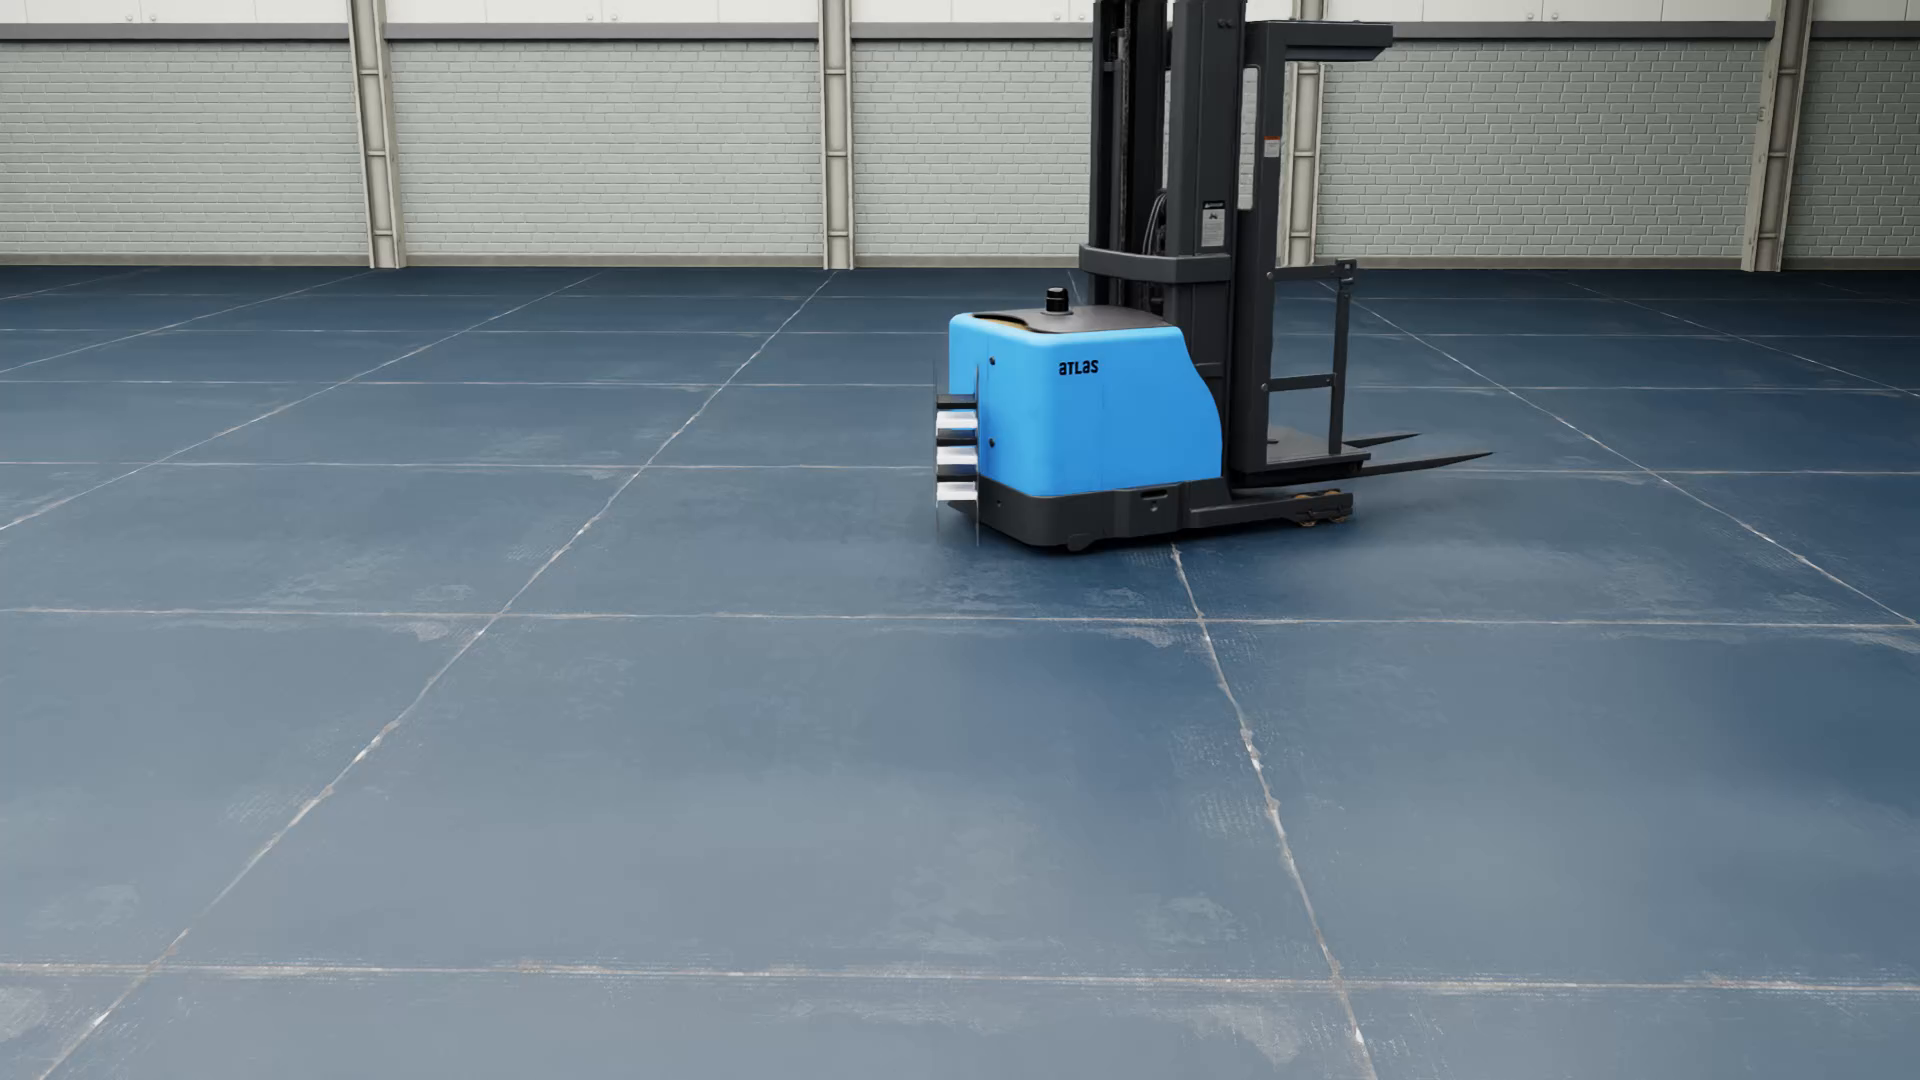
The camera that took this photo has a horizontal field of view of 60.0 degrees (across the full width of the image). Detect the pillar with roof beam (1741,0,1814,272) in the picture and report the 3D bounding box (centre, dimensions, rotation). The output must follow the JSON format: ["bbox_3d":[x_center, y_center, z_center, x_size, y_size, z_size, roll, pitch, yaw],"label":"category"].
[{"bbox_3d":[10.300,-6.761,16.327,0.400,9.000,9.100,0,15,1],"label":"pillar with roof beam"}]

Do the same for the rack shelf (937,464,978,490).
[{"bbox_3d":[-0.021,-0.315,8.253,0.200,0.077,0.258,-1,15,-3],"label":"rack shelf"}]

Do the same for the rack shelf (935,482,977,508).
[{"bbox_3d":[-0.021,-0.228,8.276,0.200,0.077,0.258,-1,15,-3],"label":"rack shelf"}]

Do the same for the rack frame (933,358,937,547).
[{"bbox_3d":[-0.123,-0.433,8.215,0.006,0.900,0.240,-1,15,-3],"label":"rack frame"}]

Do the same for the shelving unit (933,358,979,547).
[{"bbox_3d":[-0.021,-0.434,8.221,0.210,0.900,0.258,-1,15,-3],"label":"shelving unit"}]

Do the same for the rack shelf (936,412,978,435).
[{"bbox_3d":[-0.021,-0.576,8.183,0.200,0.077,0.258,-1,15,-3],"label":"rack shelf"}]

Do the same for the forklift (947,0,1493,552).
[{"bbox_3d":[1.486,-1.598,8.653,3.031,2.935,1.130,-7,16,-25],"label":"forklift"}]

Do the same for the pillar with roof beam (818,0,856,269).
[{"bbox_3d":[-1.697,-6.839,16.623,0.400,9.000,9.100,0,15,1],"label":"pillar with roof beam"}]

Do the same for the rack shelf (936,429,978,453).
[{"bbox_3d":[-0.021,-0.489,8.206,0.200,0.077,0.258,-1,15,-3],"label":"rack shelf"}]

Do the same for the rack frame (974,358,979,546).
[{"bbox_3d":[0.080,-0.436,8.226,0.006,0.900,0.240,-1,15,-3],"label":"rack frame"}]

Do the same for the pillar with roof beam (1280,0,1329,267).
[{"bbox_3d":[4.302,-6.800,16.475,0.400,9.000,9.100,0,15,1],"label":"pillar with roof beam"}]

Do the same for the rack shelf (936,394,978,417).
[{"bbox_3d":[-0.021,-0.663,8.160,0.200,0.077,0.258,-1,15,-3],"label":"rack shelf"}]

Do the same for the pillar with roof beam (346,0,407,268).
[{"bbox_3d":[-7.695,-6.879,16.772,0.400,9.000,9.100,0,15,1],"label":"pillar with roof beam"}]

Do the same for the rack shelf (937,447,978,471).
[{"bbox_3d":[-0.021,-0.402,8.229,0.200,0.077,0.258,-1,15,-3],"label":"rack shelf"}]
